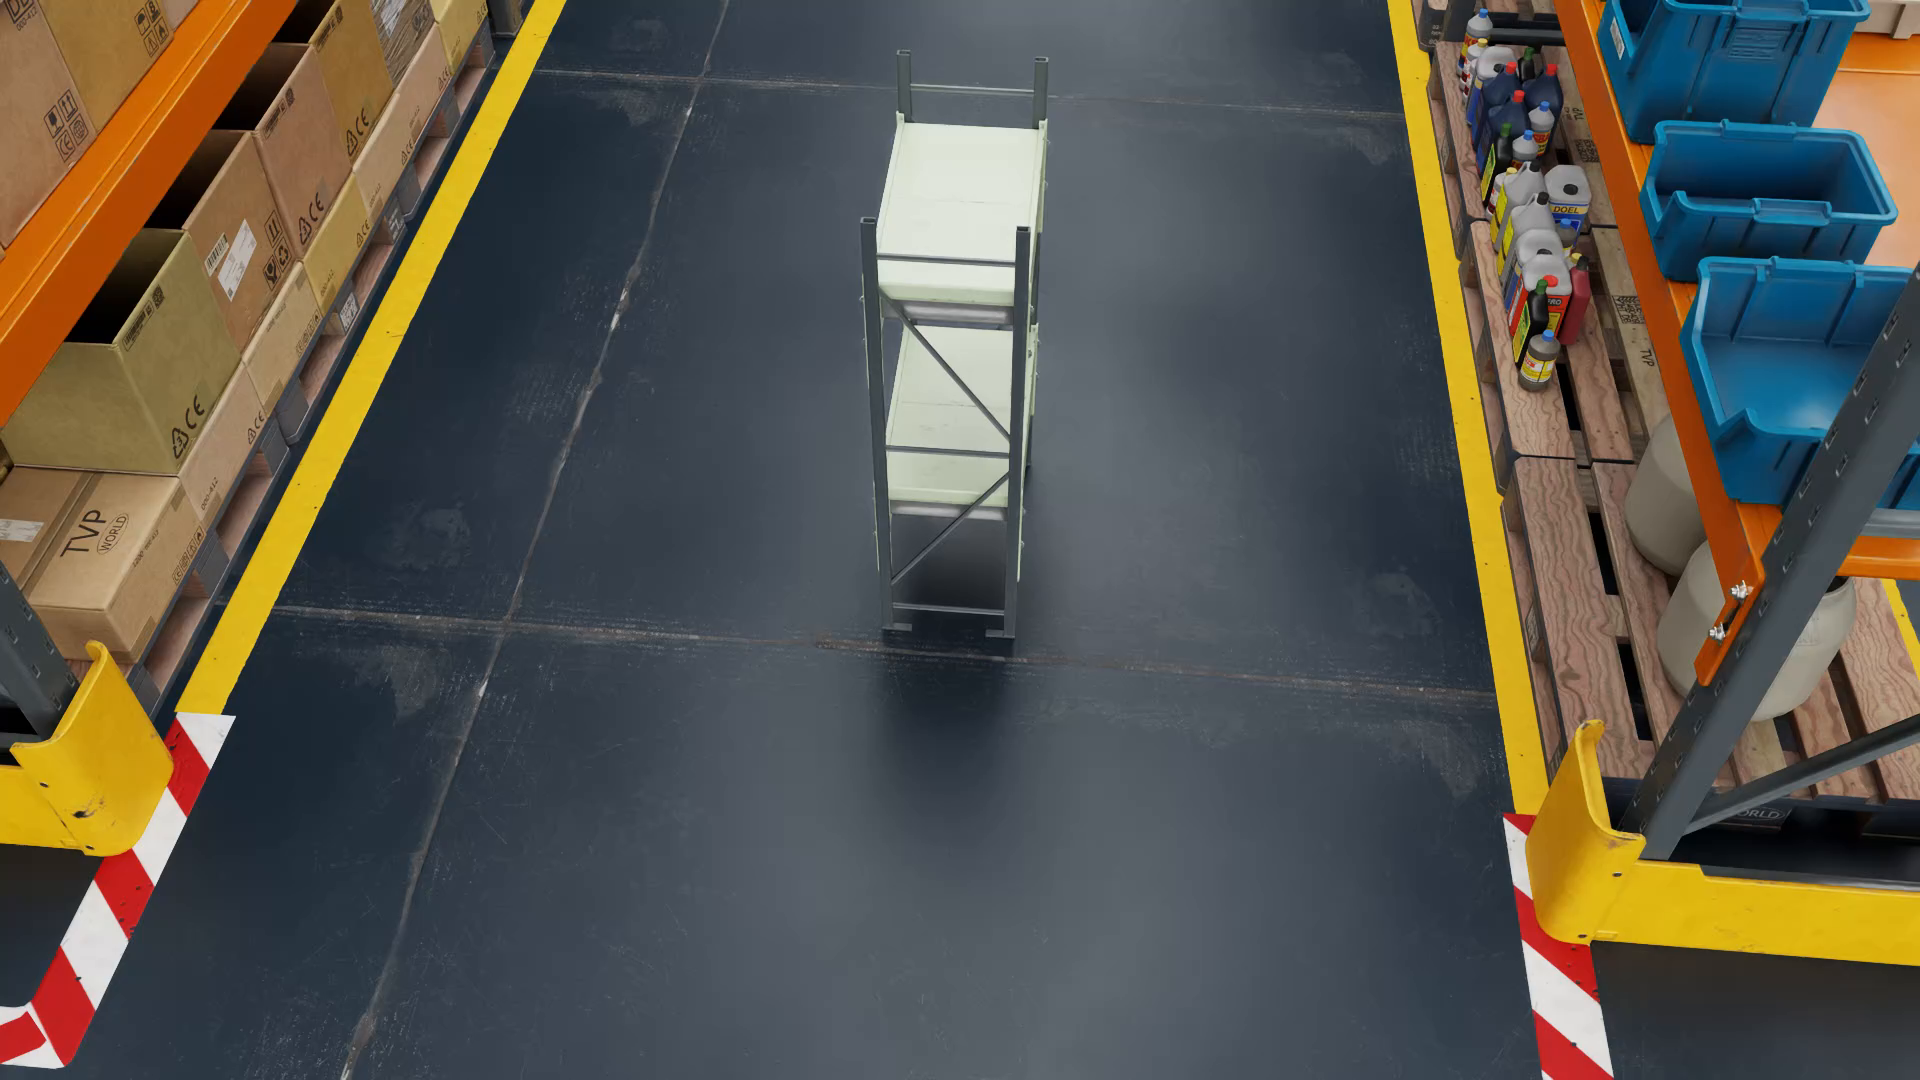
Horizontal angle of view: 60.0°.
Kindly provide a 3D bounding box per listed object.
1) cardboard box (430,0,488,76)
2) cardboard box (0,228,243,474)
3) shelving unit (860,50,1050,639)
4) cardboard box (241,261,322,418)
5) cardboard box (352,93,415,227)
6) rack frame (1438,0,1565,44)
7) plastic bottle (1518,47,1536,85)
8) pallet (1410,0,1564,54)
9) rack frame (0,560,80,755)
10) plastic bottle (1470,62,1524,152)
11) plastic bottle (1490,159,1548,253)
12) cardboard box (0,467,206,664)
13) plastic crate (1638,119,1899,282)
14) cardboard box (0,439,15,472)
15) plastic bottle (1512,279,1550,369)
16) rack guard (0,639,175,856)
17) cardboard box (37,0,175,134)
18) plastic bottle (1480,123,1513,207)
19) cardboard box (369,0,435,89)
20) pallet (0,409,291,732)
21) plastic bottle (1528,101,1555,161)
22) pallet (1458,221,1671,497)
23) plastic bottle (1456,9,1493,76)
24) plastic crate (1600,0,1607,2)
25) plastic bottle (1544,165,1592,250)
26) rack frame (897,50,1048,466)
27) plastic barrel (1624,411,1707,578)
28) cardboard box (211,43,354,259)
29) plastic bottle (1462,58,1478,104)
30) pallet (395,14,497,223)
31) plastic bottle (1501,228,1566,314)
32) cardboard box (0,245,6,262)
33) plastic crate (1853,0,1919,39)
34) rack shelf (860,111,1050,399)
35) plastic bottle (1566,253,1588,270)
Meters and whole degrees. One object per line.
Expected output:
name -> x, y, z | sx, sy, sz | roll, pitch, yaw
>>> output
cardboard box -> -2.254, -2.138, 6.752 | 0.500, 0.250, 0.500 | 4, 48, 4
cardboard box -> -2.480, -0.554, 4.795 | 0.500, 0.500, 0.500 | 4, 48, 4
shelving unit -> -0.001, -0.501, 4.692 | 0.431, 1.500, 0.755 | 4, 48, 4
cardboard box -> -2.435, -0.669, 5.408 | 0.500, 0.250, 0.500 | 4, 48, 4
cardboard box -> -2.340, -1.403, 6.080 | 0.500, 0.250, 0.500 | 4, 48, 4
rack frame -> 2.503, -2.944, 5.910 | 1.000, 3.000, 0.127 | 4, 48, 4
plastic bottle -> 2.142, -1.725, 6.338 | 0.061, 0.283, 0.133 | 4, 48, 4
pallet -> 2.536, -2.583, 7.469 | 1.003, 0.211, 1.213 | 4, 48, 4
rack frame -> -2.794, -0.341, 3.529 | 1.000, 3.000, 0.127 | 4, 48, 4
plastic bottle -> 2.017, -1.634, 6.208 | 0.144, 0.351, 0.185 | 5, 48, 5
plastic bottle -> 1.961, -1.182, 5.796 | 0.144, 0.351, 0.185 | 4, 48, 3
cardboard box -> -2.523, 0.066, 4.735 | 0.500, 0.250, 0.500 | 4, 48, 4
plastic crate -> 1.951, -0.820, 4.068 | 0.499, 0.251, 0.408 | 4, 48, 4
cardboard box -> -3.005, -0.337, 5.104 | 0.500, 0.250, 0.500 | 4, 48, 4
plastic bottle -> 1.862, -0.703, 5.403 | 0.061, 0.283, 0.133 | 5, 48, 4
rack guard -> -2.796, 0.520, 4.435 | 1.175, 0.500, 0.348 | 4, 48, 4
cardboard box -> -2.644, -1.467, 4.492 | 0.700, 0.500, 0.500 | 4, 48, 4
plastic bottle -> 1.943, -1.354, 5.998 | 0.061, 0.283, 0.133 | 6, 48, 5
cardboard box -> -2.311, -2.025, 6.140 | 0.500, 0.500, 0.500 | 4, 48, 4
pallet -> -2.766, 0.035, 5.074 | 1.003, 0.211, 1.213 | 4, 48, 4
plastic bottle -> 2.124, -1.492, 6.133 | 0.097, 0.271, 0.097 | 0, 48, 0
pallet -> 2.292, -0.614, 5.668 | 1.003, 0.211, 1.213 | 4, 48, 4
plastic bottle -> 2.038, -1.967, 6.567 | 0.097, 0.271, 0.097 | 0, 48, 0
plastic crate -> 2.099, -1.894, 5.093 | 0.450, 0.188, 0.662 | 4, 48, 4
plastic bottle -> 2.110, -1.166, 5.831 | 0.152, 0.276, 0.135 | 4, 48, 4
rack frame -> 0.033, -0.770, 4.938 | 0.400, 1.500, 0.023 | 4, 48, 4
plastic barrel -> 2.168, -0.164, 4.769 | 0.421, 0.512, 0.421 | 0, 48, 0
cardboard box -> -2.384, -1.289, 5.467 | 0.500, 0.500, 0.500 | 4, 48, 4
plastic bottle -> 2.019, -1.794, 6.457 | 0.097, 0.201, 0.097 | 0, 48, 0
pallet -> -2.543, -1.758, 6.714 | 1.003, 0.211, 1.213 | 4, 48, 4
plastic bottle -> 1.932, -0.899, 5.587 | 0.152, 0.276, 0.135 | 3, 48, 2
cardboard box -> -2.738, -0.717, 3.805 | 0.700, 0.500, 0.500 | 4, 48, 4
plastic crate -> 2.608, -1.645, 4.901 | 0.530, 0.136, 0.437 | 4, 48, 4
rack shelf -> -0.001, -0.765, 4.404 | 0.431, 0.370, 0.720 | 4, 48, 4
plastic bottle -> 2.058, -0.879, 5.619 | 0.097, 0.201, 0.097 | 0, 48, 0
